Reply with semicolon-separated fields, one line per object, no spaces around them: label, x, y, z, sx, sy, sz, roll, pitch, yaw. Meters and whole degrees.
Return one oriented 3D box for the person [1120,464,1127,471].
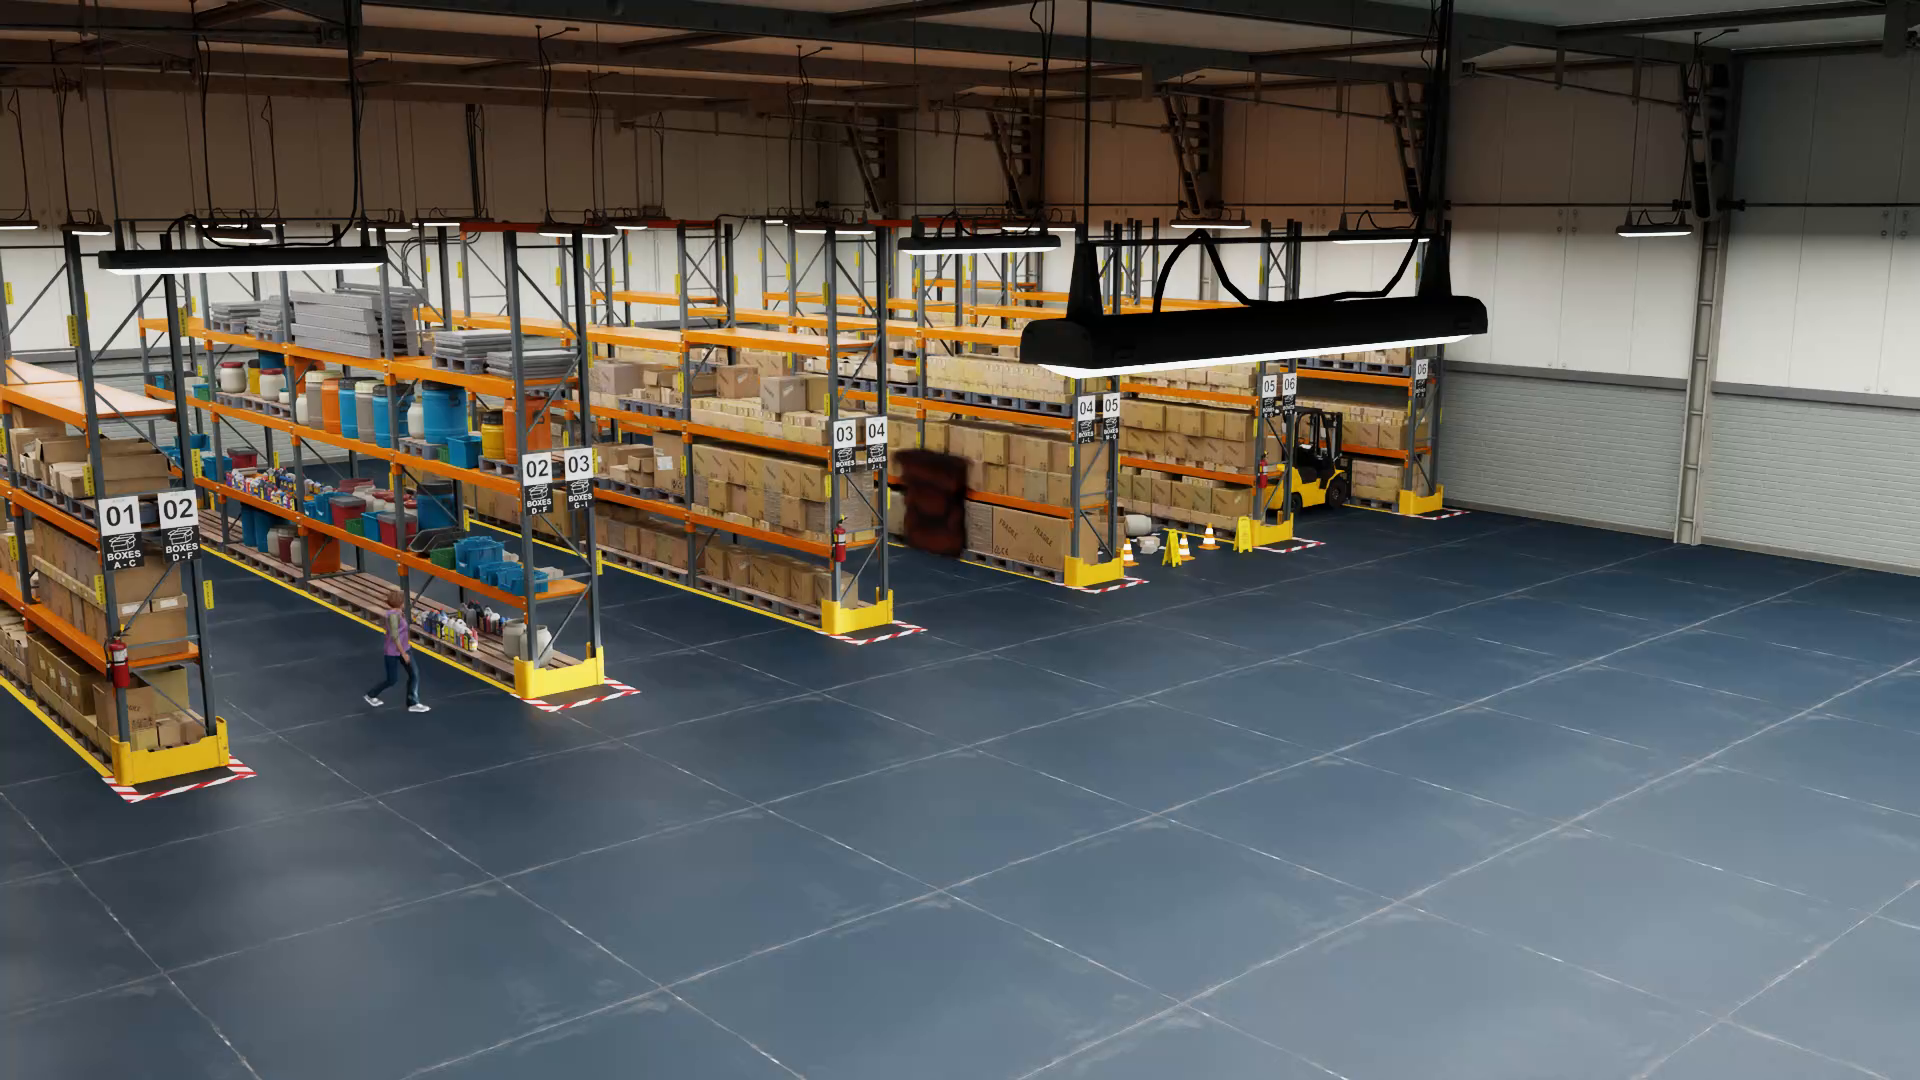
person;3.644;-1.909;37.144;0.433;1.670;0.491;-4;12;-20

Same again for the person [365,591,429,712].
person;-7.135;1.405;20.940;0.813;1.551;0.387;3;12;16

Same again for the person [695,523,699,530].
person;-5.011;-0.846;31.521;0.678;1.712;1.049;-9;14;-37
